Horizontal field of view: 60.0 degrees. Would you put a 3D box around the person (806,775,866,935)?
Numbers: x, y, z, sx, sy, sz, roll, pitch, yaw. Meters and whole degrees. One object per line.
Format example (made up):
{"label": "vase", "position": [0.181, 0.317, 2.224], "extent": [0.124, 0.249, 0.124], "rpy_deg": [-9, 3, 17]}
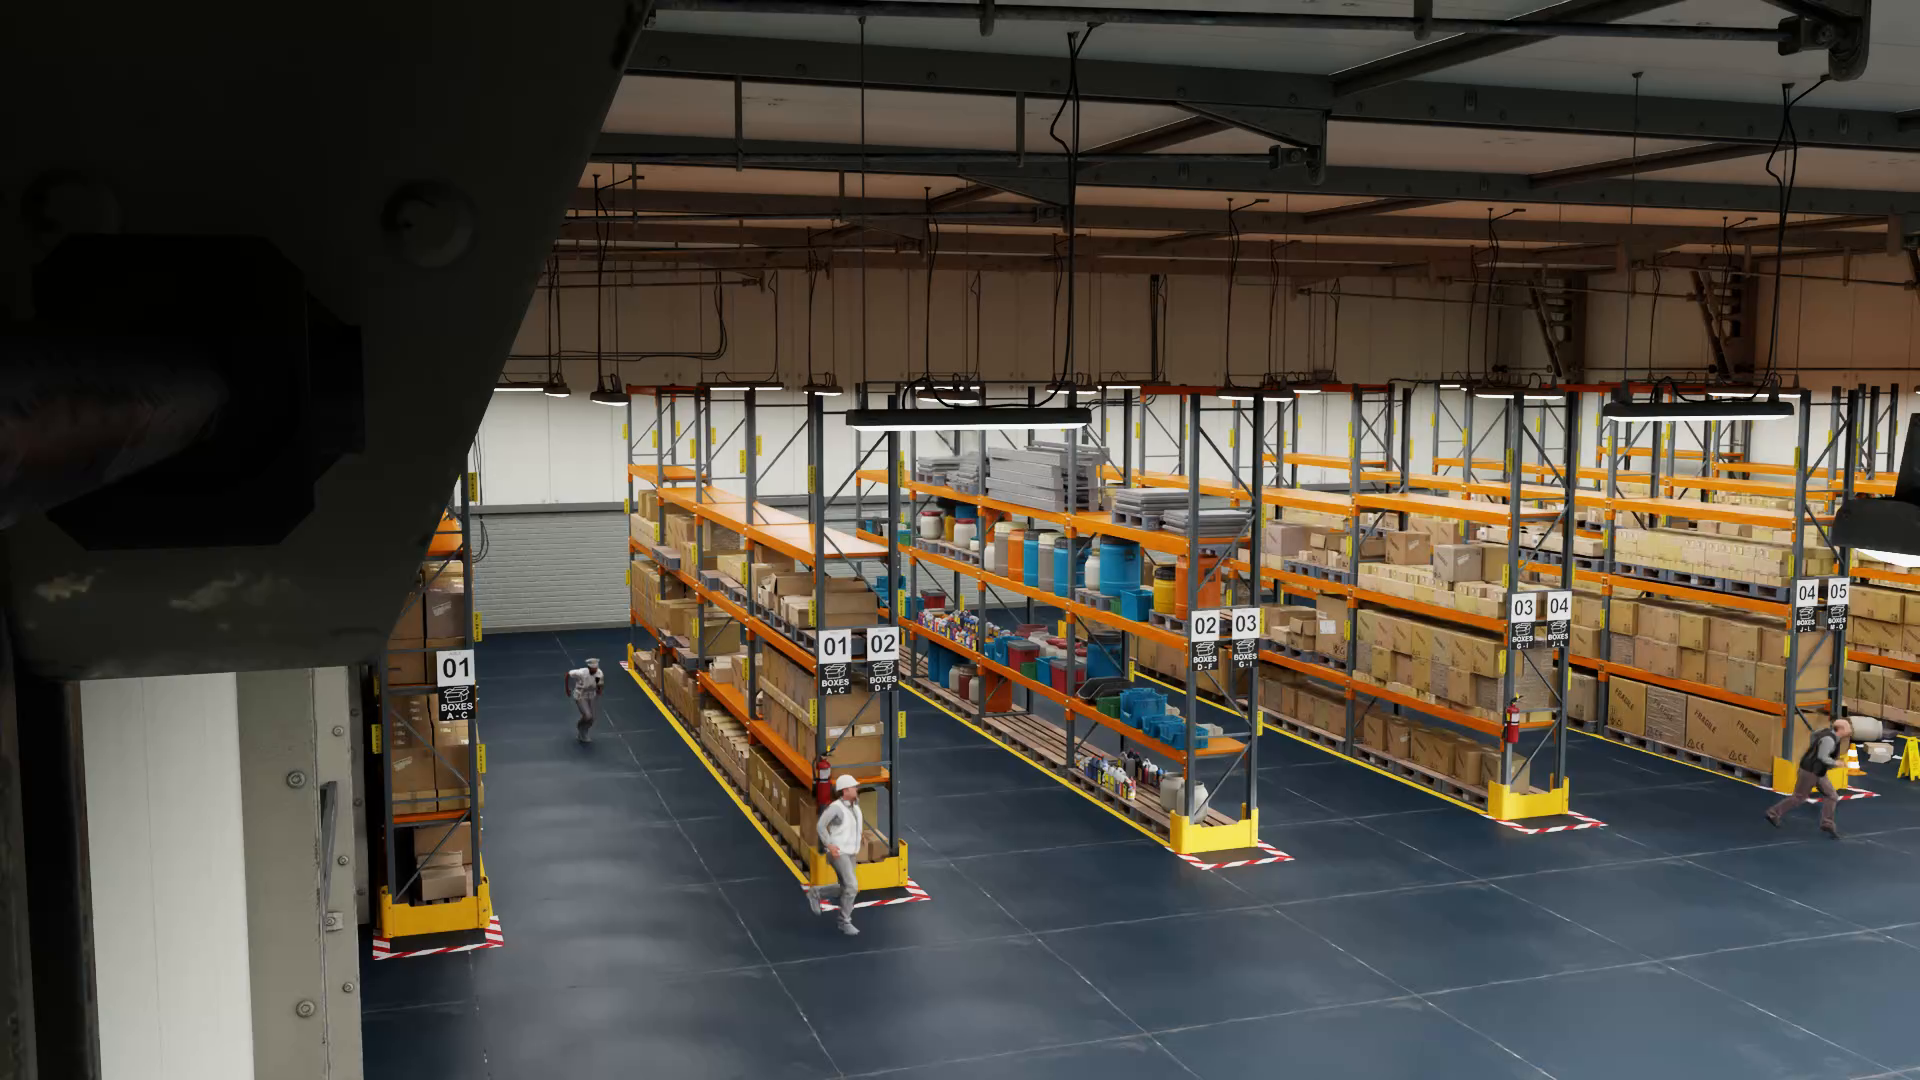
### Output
{"label": "person", "position": [-1.354, 3.491, 18.949], "extent": [0.733, 1.645, 0.704], "rpy_deg": [3, 7, 26]}

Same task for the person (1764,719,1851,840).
{"label": "person", "position": [11.507, 3.216, 22.584], "extent": [0.991, 1.682, 0.701], "rpy_deg": [3, 7, 28]}

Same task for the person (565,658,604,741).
{"label": "person", "position": [-6.314, 2.704, 28.000], "extent": [0.601, 1.489, 0.837], "rpy_deg": [-4, 7, -36]}
